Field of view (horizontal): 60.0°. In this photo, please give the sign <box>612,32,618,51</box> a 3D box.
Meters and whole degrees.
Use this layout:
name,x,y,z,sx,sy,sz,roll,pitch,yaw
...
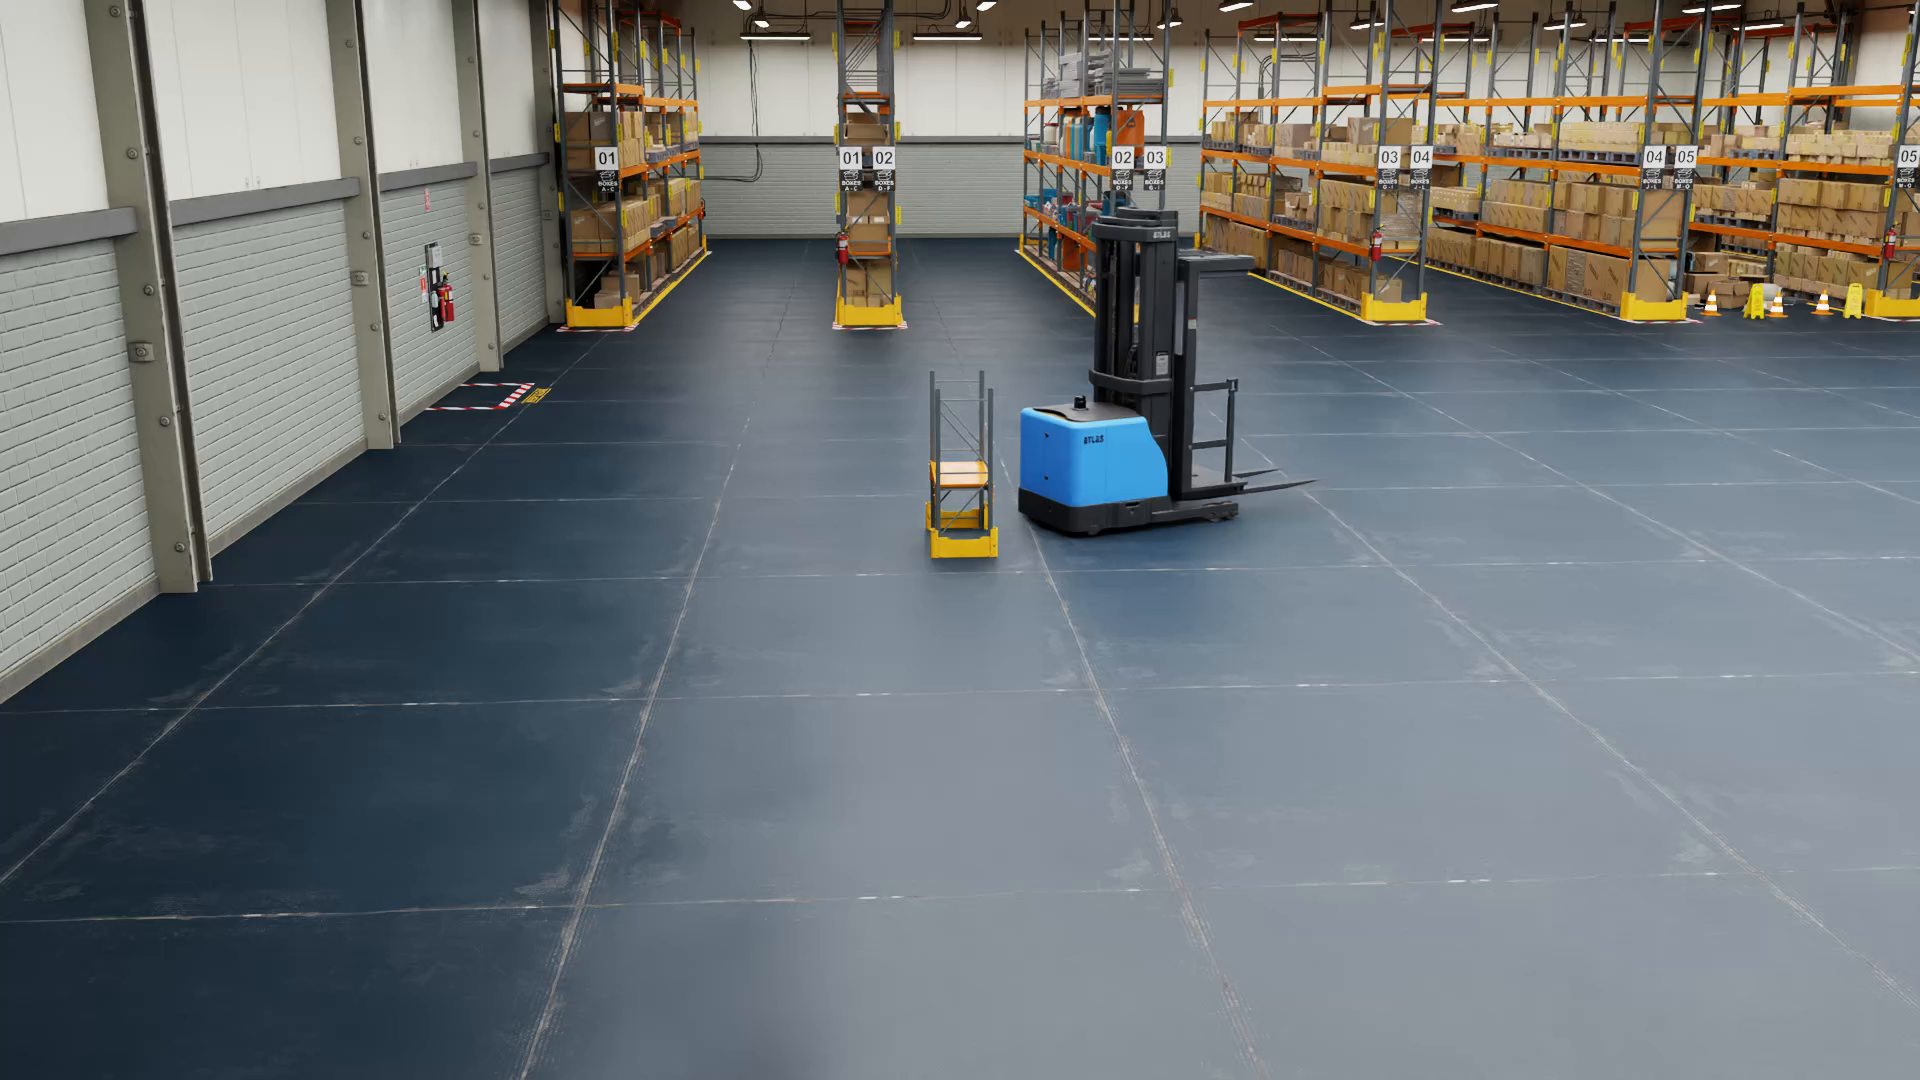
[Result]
name,x,y,z,sx,sy,sz,roll,pitch,yaw
sign,-6.084,-8.792,29.329,0.100,0.325,0.005,-1,14,-3

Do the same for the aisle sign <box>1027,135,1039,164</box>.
name,x,y,z,sx,sy,sz,roll,pitch,yaw
aisle sign,1.971,-10.792,45.958,0.394,0.787,0.004,-1,14,-3

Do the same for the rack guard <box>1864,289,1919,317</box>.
name,x,y,z,sx,sy,sz,roll,pitch,yaw
rack guard,18.093,-4.578,32.041,1.175,0.500,0.348,-1,14,-3

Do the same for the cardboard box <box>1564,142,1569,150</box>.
name,x,y,z,sx,sy,sz,roll,pitch,yaw
cardboard box,12.617,-8.086,34.098,0.380,0.149,0.250,-1,14,-3

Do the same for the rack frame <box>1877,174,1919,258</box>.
name,x,y,z,sx,sy,sz,roll,pitch,yaw
rack frame,22.556,-7.837,39.690,1.000,3.000,0.127,-1,14,-3

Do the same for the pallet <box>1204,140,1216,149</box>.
name,x,y,z,sx,sy,sz,roll,pitch,yaw
pallet,7.271,-10.822,45.448,1.003,0.211,1.213,-1,14,-3

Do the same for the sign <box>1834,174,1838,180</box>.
name,x,y,z,sx,sy,sz,roll,pitch,yaw
sign,22.862,-9.402,43.449,0.100,0.325,0.005,-1,14,-3

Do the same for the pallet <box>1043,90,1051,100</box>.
name,x,y,z,sx,sy,sz,roll,pitch,yaw
pallet,2.601,-10.940,40.891,1.003,0.211,1.213,-1,14,-3

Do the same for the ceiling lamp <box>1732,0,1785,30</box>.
name,x,y,z,sx,sy,sz,roll,pitch,yaw
ceiling lamp,20.166,-14.322,41.140,0.800,3.185,2.000,-1,14,-3

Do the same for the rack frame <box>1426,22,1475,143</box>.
name,x,y,z,sx,sy,sz,roll,pitch,yaw
rack frame,12.420,-11.558,42.113,1.000,3.000,0.127,-1,14,-3

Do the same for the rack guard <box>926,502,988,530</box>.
name,x,y,z,sx,sy,sz,roll,pitch,yaw
rack guard,-0.026,-0.226,15.627,0.587,0.250,0.087,-1,14,-3

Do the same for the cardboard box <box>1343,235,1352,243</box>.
name,x,y,z,sx,sy,sz,roll,pitch,yaw
cardboard box,7.785,-5.935,32.800,0.380,0.149,0.250,-1,14,-3

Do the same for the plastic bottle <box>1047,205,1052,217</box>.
name,x,y,z,sx,sy,sz,roll,pitch,yaw
plastic bottle,2.225,-8.114,41.014,0.152,0.276,0.135,-1,14,-3

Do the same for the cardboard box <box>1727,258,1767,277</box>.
name,x,y,z,sx,sy,sz,roll,pitch,yaw
cardboard box,17.722,-6.178,37.671,0.950,0.372,0.625,0,14,-2

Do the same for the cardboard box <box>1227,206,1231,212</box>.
name,x,y,z,sx,sy,sz,roll,pitch,yaw
cardboard box,7.117,-8.551,42.967,0.380,0.149,0.250,-1,14,-3

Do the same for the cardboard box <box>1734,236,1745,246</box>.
name,x,y,z,sx,sy,sz,roll,pitch,yaw
cardboard box,22.017,-8.453,46.257,0.700,0.500,0.500,0,14,-1

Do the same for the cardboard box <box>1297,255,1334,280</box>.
name,x,y,z,sx,sy,sz,roll,pitch,yaw
cardboard box,7.896,-6.025,36.782,0.700,0.500,0.500,-2,15,-8

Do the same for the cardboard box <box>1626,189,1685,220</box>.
name,x,y,z,sx,sy,sz,roll,pitch,yaw
cardboard box,13.179,-6.357,31.469,0.875,0.550,0.550,-1,14,-3

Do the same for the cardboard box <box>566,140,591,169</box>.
name,x,y,z,sx,sy,sz,roll,pitch,yaw
cardboard box,-6.904,-6.998,30.169,0.500,0.500,0.500,0,14,1

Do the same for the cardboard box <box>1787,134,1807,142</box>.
name,x,y,z,sx,sy,sz,roll,pitch,yaw
cardboard box,17.543,-8.399,34.757,0.380,0.149,0.250,-1,14,-4

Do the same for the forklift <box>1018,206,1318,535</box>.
name,x,y,z,sx,sy,sz,roll,pitch,yaw
forklift,2.108,-1.704,15.990,3.031,2.935,1.130,-8,16,-27

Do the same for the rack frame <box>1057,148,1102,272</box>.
name,x,y,z,sx,sy,sz,roll,pitch,yaw
rack frame,2.767,-7.530,38.497,1.000,3.000,0.127,-1,14,-3

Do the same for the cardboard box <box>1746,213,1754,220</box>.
name,x,y,z,sx,sy,sz,roll,pitch,yaw
cardboard box,17.492,-7.100,36.485,0.380,0.149,0.250,-1,14,-4

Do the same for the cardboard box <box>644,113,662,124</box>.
name,x,y,z,sx,sy,sz,roll,pitch,yaw
cardboard box,-7.396,-10.092,39.844,0.500,0.250,0.500,-1,14,-5

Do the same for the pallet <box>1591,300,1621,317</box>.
name,x,y,z,sx,sy,sz,roll,pitch,yaw
pallet,13.035,-4.516,32.377,1.003,0.211,1.213,-1,14,-3

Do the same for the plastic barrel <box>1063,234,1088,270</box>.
name,x,y,z,sx,sy,sz,roll,pitch,yaw
plastic barrel,2.720,-6.804,39.187,0.600,0.830,0.708,-1,14,-3

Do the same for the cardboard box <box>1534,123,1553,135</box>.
name,x,y,z,sx,sy,sz,roll,pitch,yaw
cardboard box,13.055,-8.983,36.880,0.500,0.500,0.500,-1,14,-3

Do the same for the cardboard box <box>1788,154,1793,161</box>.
name,x,y,z,sx,sy,sz,roll,pitch,yaw
cardboard box,17.622,-8.014,34.861,0.380,0.149,0.250,-1,14,-4

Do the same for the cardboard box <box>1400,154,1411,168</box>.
name,x,y,z,sx,sy,sz,roll,pitch,yaw
cardboard box,8.435,-7.121,31.188,0.500,0.250,0.500,0,14,-2

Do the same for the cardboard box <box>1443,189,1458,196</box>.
name,x,y,z,sx,sy,sz,roll,pitch,yaw
cardboard box,12.086,-8.529,40.847,0.380,0.149,0.250,0,14,-2

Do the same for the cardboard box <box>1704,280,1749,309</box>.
name,x,y,z,sx,sy,sz,roll,pitch,yaw
cardboard box,15.462,-4.959,33.513,0.797,0.503,0.637,-13,20,-42

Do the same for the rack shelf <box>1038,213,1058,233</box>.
name,x,y,z,sx,sy,sz,roll,pitch,yaw
rack shelf,2.643,-7.679,40.520,1.077,0.370,4.000,-1,14,-3

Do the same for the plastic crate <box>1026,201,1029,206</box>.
name,x,y,z,sx,sy,sz,roll,pitch,yaw
plastic crate,1.938,-9.105,45.026,0.250,0.136,0.298,-1,14,-3

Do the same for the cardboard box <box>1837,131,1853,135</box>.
name,x,y,z,sx,sy,sz,roll,pitch,yaw
cardboard box,22.043,-10.096,41.312,0.380,0.149,0.250,-1,14,-3

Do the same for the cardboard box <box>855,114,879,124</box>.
name,x,y,z,sx,sy,sz,roll,pitch,yaw
cardboard box,-1.928,-8.560,34.435,0.500,0.500,0.500,-1,14,-3

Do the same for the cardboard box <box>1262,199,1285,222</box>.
name,x,y,z,sx,sy,sz,roll,pitch,yaw
cardboard box,7.433,-7.774,39.244,0.500,0.500,0.500,0,14,-2

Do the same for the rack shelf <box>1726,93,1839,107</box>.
name,x,y,z,sx,sy,sz,roll,pitch,yaw
rack shelf,22.184,-11.885,44.833,1.077,0.370,4.000,-1,14,-3

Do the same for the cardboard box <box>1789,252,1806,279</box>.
name,x,y,z,sx,sy,sz,roll,pitch,yaw
cardboard box,17.662,-5.716,34.616,0.500,0.500,0.500,0,14,-1

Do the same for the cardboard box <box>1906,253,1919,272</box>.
name,x,y,z,sx,sy,sz,roll,pitch,yaw
cardboard box,22.629,-6.573,38.699,0.875,0.625,0.625,0,14,-2

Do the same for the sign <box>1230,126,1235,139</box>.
name,x,y,z,sx,sy,sz,roll,pitch,yaw
sign,6.909,-10.334,42.178,0.100,0.325,0.005,-1,14,-3

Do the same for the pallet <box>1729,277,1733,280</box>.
name,x,y,z,sx,sy,sz,roll,pitch,yaw
pallet,17.721,-5.912,37.805,1.003,0.211,1.213,-1,14,-3

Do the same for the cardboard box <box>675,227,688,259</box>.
name,x,y,z,sx,sy,sz,roll,pitch,yaw
cardboard box,-7.199,-7.375,41.364,0.750,0.750,0.750,-1,14,-3

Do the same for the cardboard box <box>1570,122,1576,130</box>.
name,x,y,z,sx,sy,sz,roll,pitch,yaw
cardboard box,12.631,-8.410,33.758,0.380,0.149,0.250,-1,14,-4

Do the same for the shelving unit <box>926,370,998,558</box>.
name,x,y,z,sx,sy,sz,roll,pitch,yaw
shelving unit,0.005,-0.707,14.989,0.587,1.500,1.083,-1,14,-3

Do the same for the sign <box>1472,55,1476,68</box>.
name,x,y,z,sx,sy,sz,roll,pitch,yaw
sign,12.973,-12.097,42.016,0.100,0.325,0.005,-1,14,-3

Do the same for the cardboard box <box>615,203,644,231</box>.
name,x,y,z,sx,sy,sz,roll,pitch,yaw
cardboard box,-6.478,-6.320,32.551,0.500,0.500,0.500,-1,14,-5

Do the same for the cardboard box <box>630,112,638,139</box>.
name,x,y,z,sx,sy,sz,roll,pitch,yaw
cardboard box,-6.484,-7.991,32.022,0.500,0.500,0.500,-1,14,-5

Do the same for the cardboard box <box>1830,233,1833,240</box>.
name,x,y,z,sx,sy,sz,roll,pitch,yaw
cardboard box,17.785,-6.119,33.515,0.380,0.149,0.250,-1,14,-3

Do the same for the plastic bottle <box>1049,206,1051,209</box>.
name,x,y,z,sx,sy,sz,roll,pitch,yaw
plastic bottle,2.219,-8.024,40.676,0.097,0.271,0.097,0,14,0

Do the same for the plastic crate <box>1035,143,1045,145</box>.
name,x,y,z,sx,sy,sz,roll,pitch,yaw
plastic crate,2.144,-10.118,42.872,0.416,0.233,0.300,-1,14,-3
